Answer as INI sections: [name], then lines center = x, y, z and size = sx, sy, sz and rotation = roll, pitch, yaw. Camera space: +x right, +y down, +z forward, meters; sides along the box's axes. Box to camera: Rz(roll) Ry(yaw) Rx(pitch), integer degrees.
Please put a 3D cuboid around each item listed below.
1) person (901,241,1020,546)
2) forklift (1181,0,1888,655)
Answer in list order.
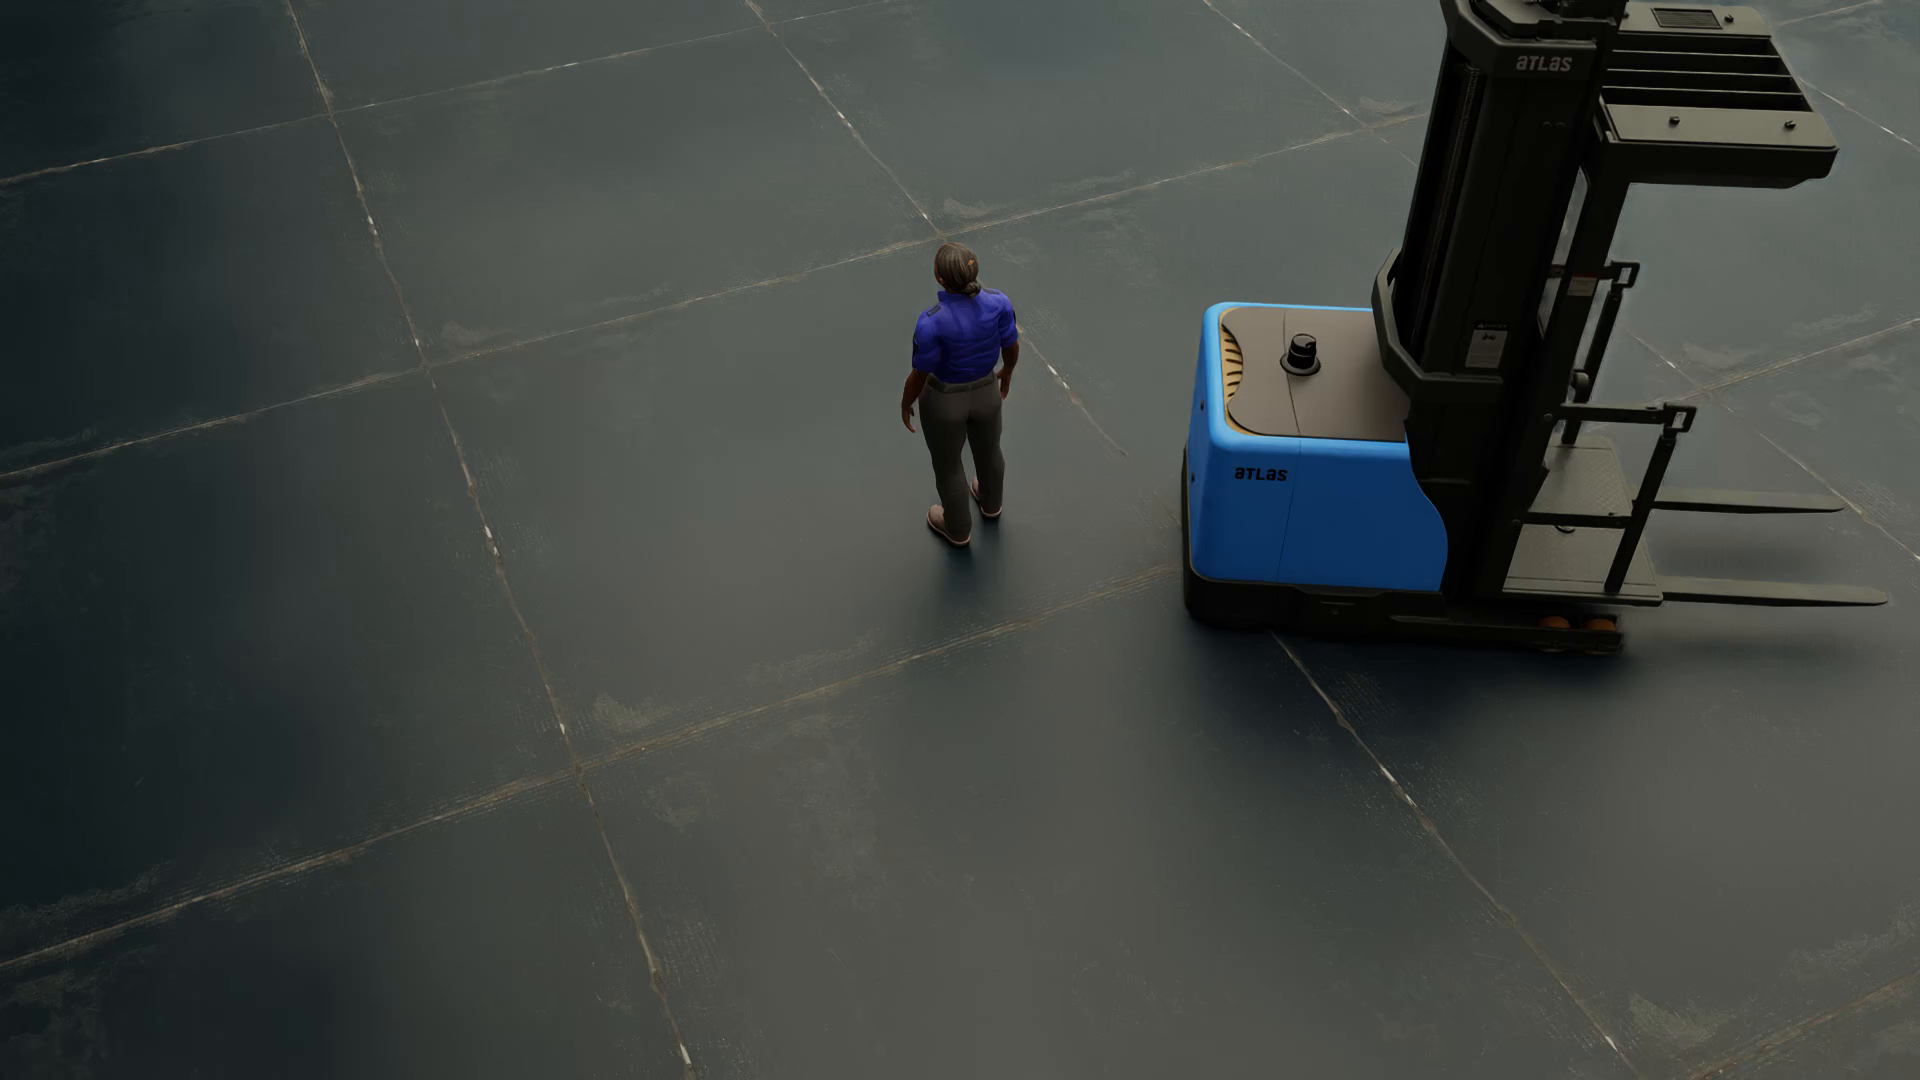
[person]
center = -0.019, -0.670, 7.323
size = 0.570, 1.654, 0.504
rotation = -18, 46, -18
[forklift]
center = 2.546, -0.947, 6.695
size = 3.031, 2.935, 1.130
rotation = 3, 43, 3
